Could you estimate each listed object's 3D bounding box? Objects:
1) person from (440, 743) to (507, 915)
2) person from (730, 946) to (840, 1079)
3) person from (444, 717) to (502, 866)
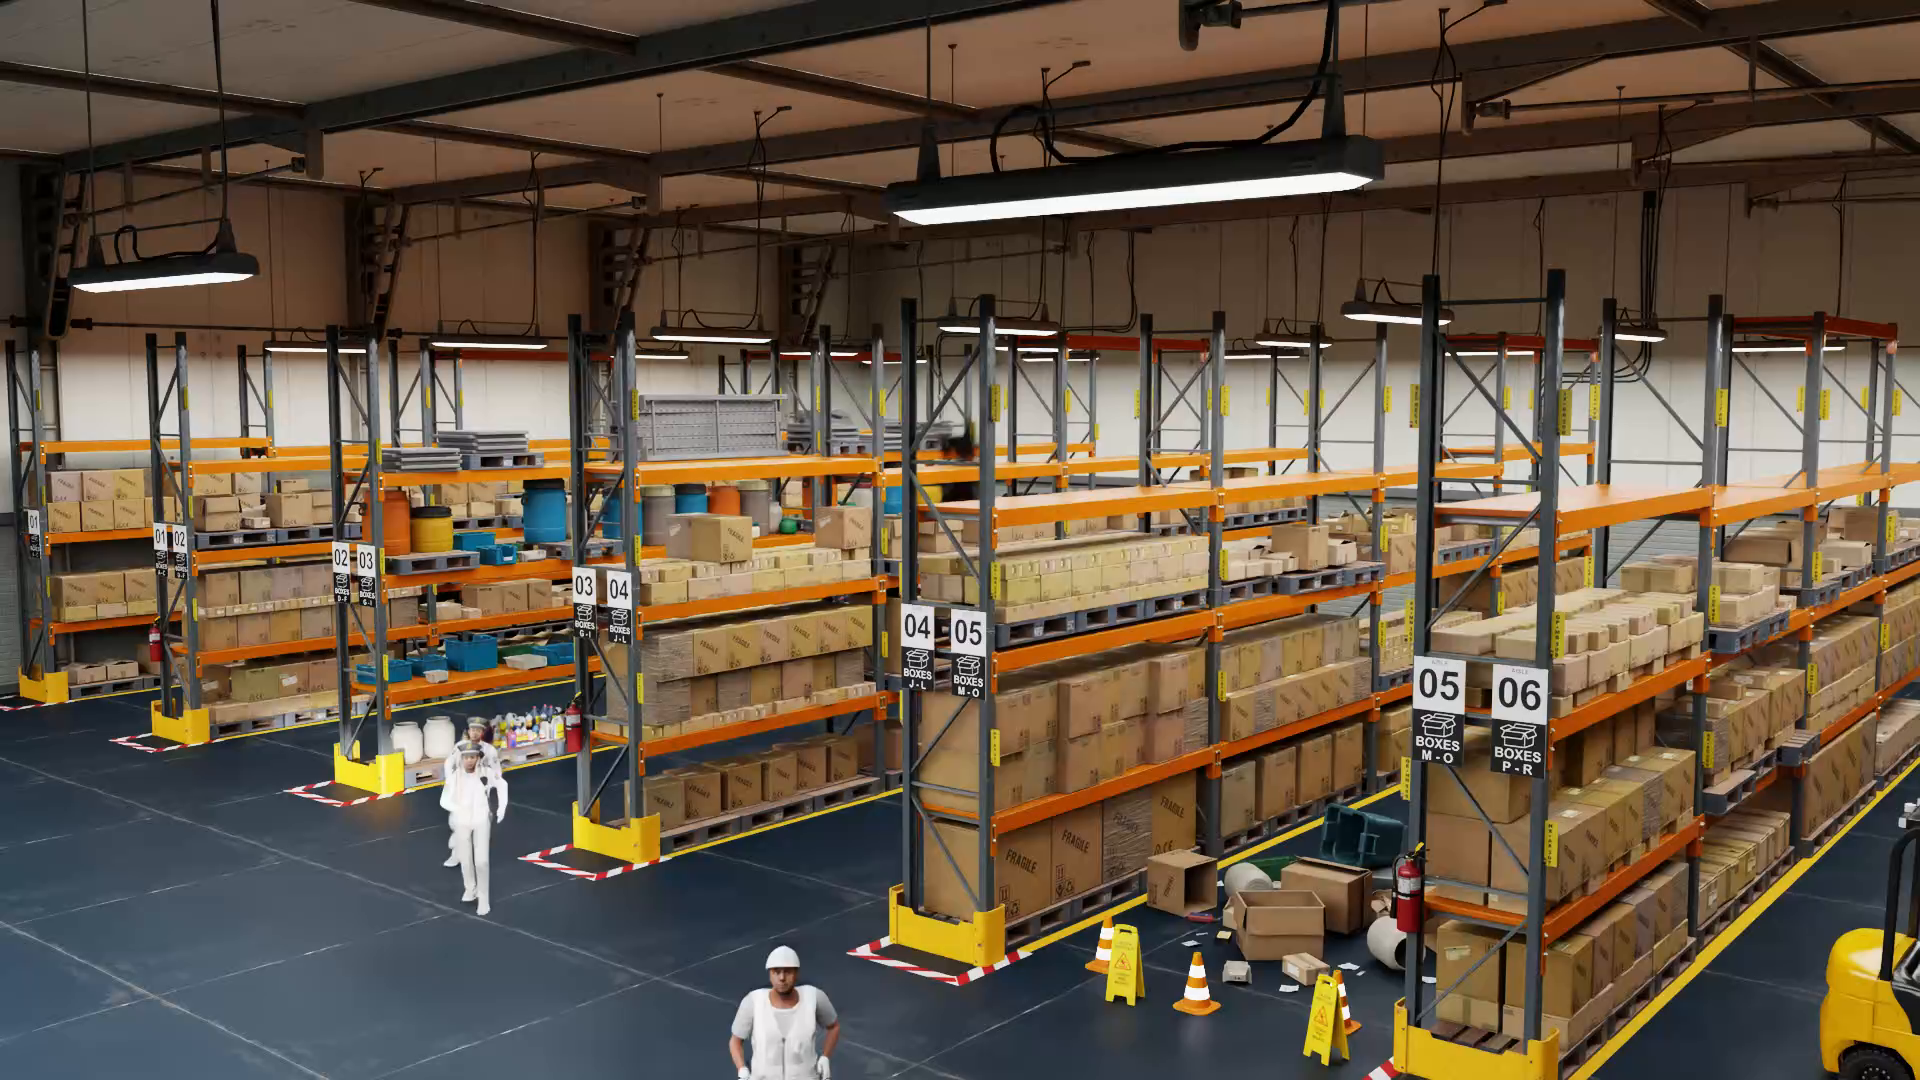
[{"bbox_3d":[-4.824,2.858,16.517,0.628,1.758,0.719,-1,5,-13],"label":"person"},{"bbox_3d":[-1.090,3.379,10.328,0.674,1.757,0.767,-1,5,-6],"label":"person"},{"bbox_3d":[-5.325,2.728,18.126,0.639,1.617,0.504,0,5,-2],"label":"person"}]
